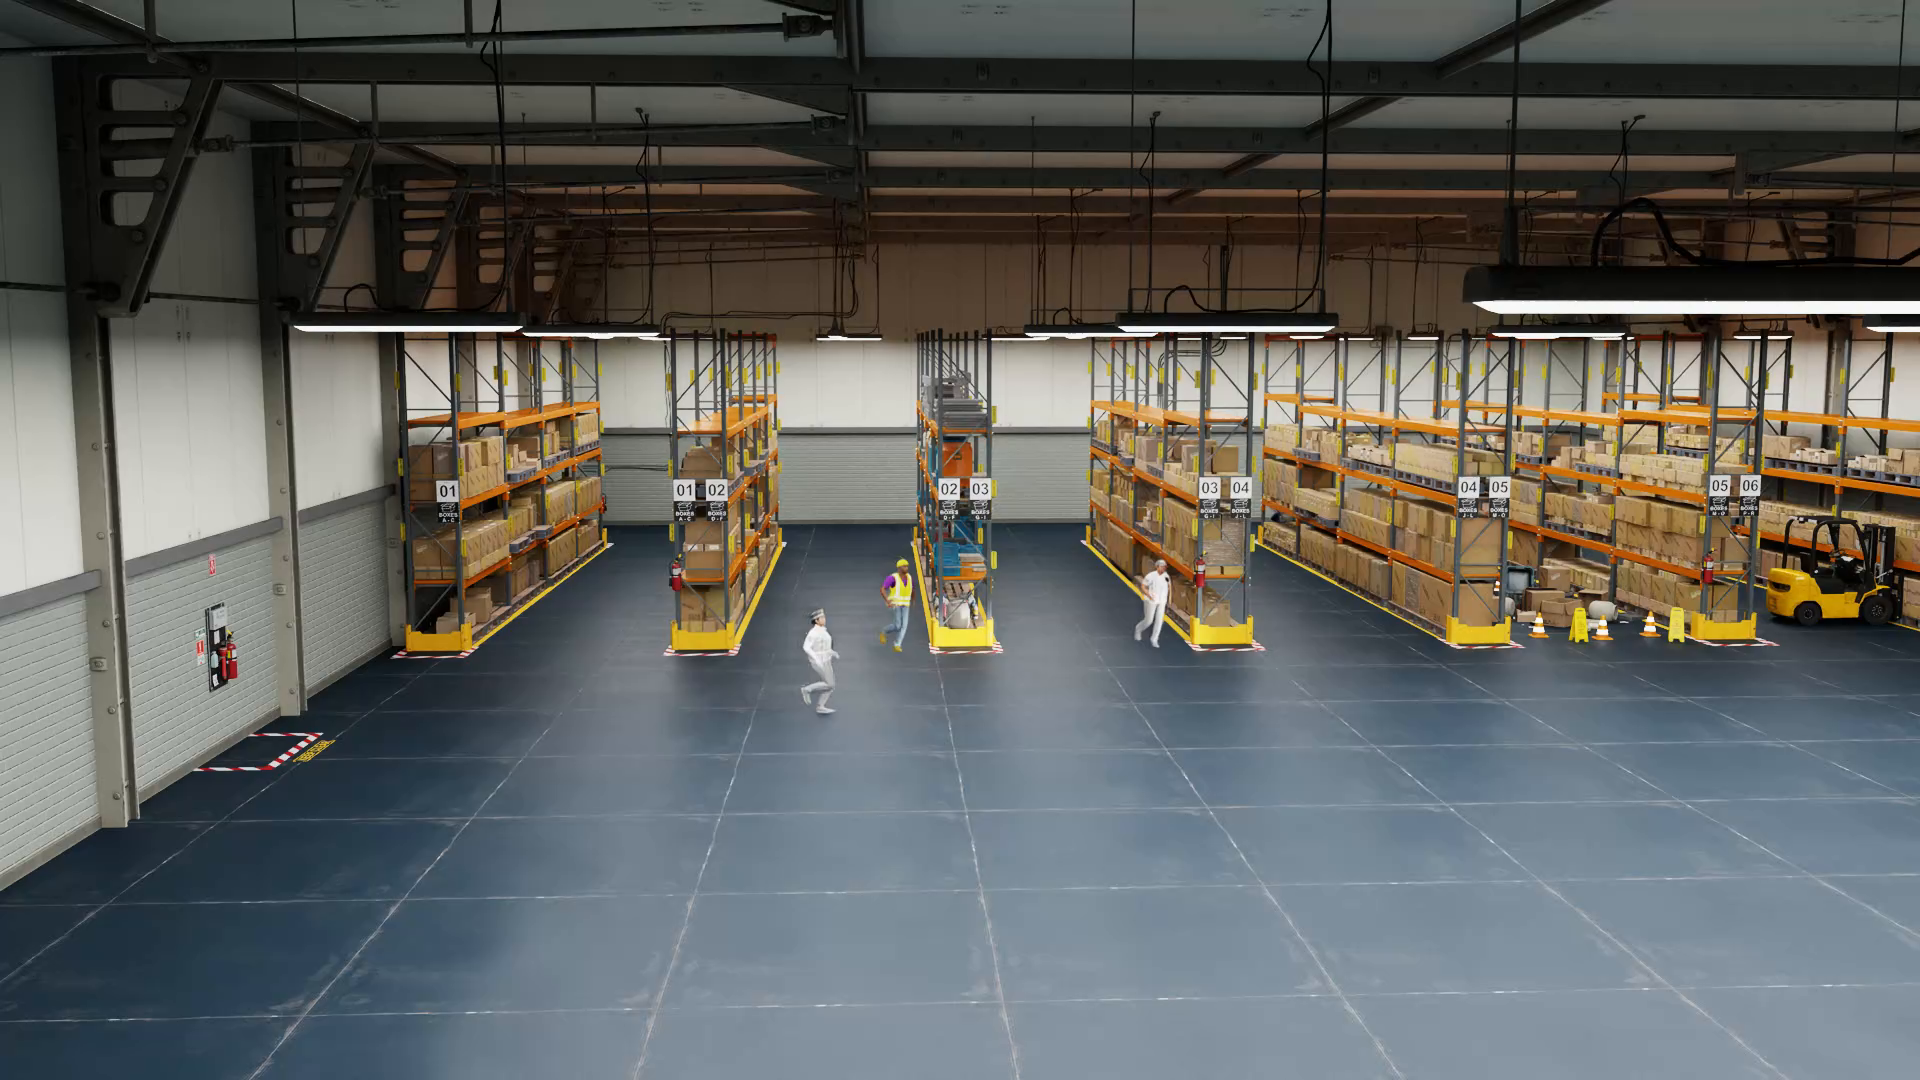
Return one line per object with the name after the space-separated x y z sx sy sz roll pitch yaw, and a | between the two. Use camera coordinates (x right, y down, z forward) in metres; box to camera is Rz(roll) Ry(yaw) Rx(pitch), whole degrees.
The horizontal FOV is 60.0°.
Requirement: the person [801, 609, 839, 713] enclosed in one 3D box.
-2.170 1.876 25.817 0.543 1.643 0.629 2 7 16 | person

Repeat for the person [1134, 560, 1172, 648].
3.752 1.187 31.728 0.669 1.638 0.723 -2 7 -19 | person

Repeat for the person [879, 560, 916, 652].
-1.096 1.216 31.140 0.749 1.698 0.635 -5 8 -35 | person

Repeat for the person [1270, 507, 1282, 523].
9.415 -0.824 49.114 0.723 1.554 0.582 4 8 30 | person
